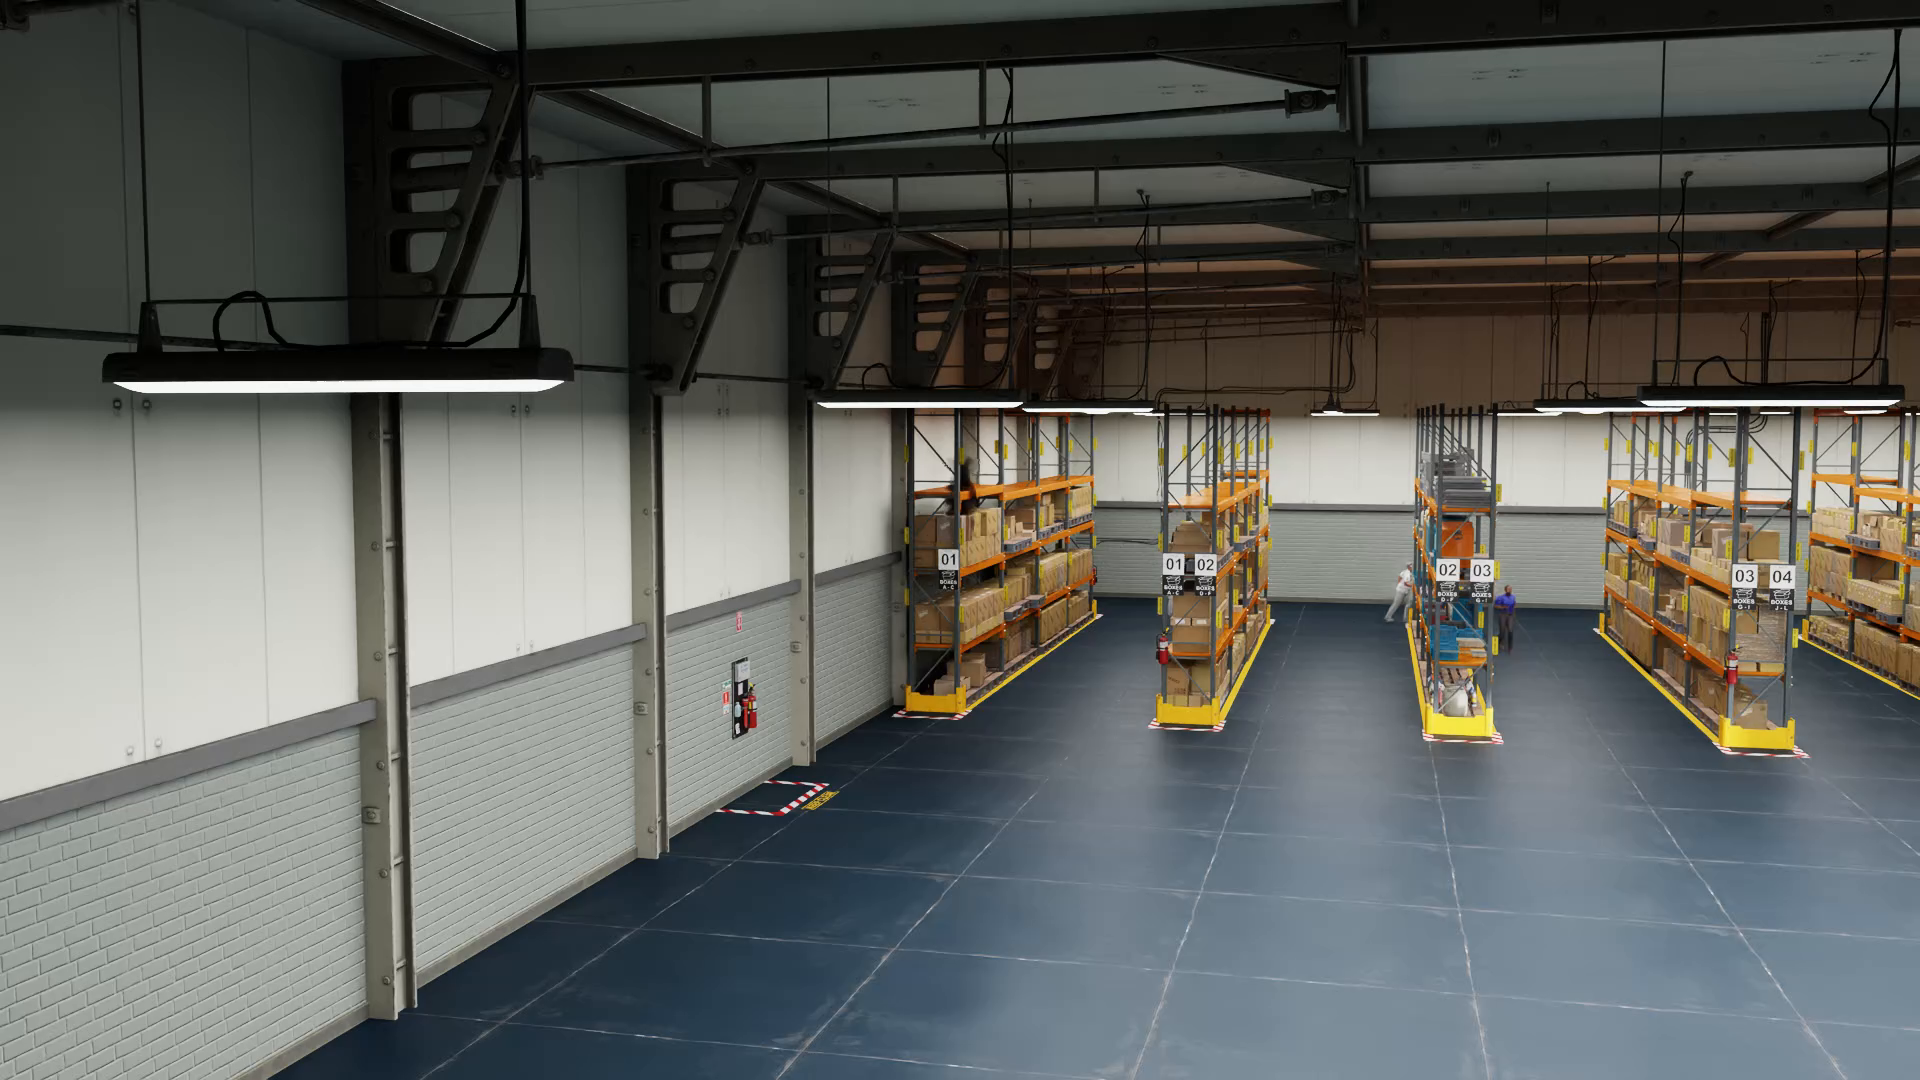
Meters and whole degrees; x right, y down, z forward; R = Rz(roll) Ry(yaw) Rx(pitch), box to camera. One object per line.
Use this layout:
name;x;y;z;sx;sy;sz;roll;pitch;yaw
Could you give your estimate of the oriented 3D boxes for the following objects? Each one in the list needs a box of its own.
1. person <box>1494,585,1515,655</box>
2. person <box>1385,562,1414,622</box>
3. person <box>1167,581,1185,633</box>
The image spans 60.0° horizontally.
person;13.345;1.938;40.702;0.571;1.697;0.847;0;4;-1
person;12.464;1.462;46.731;0.969;1.707;0.615;2;5;27
person;5.705;1.611;44.305;0.626;1.780;0.691;1;4;11
